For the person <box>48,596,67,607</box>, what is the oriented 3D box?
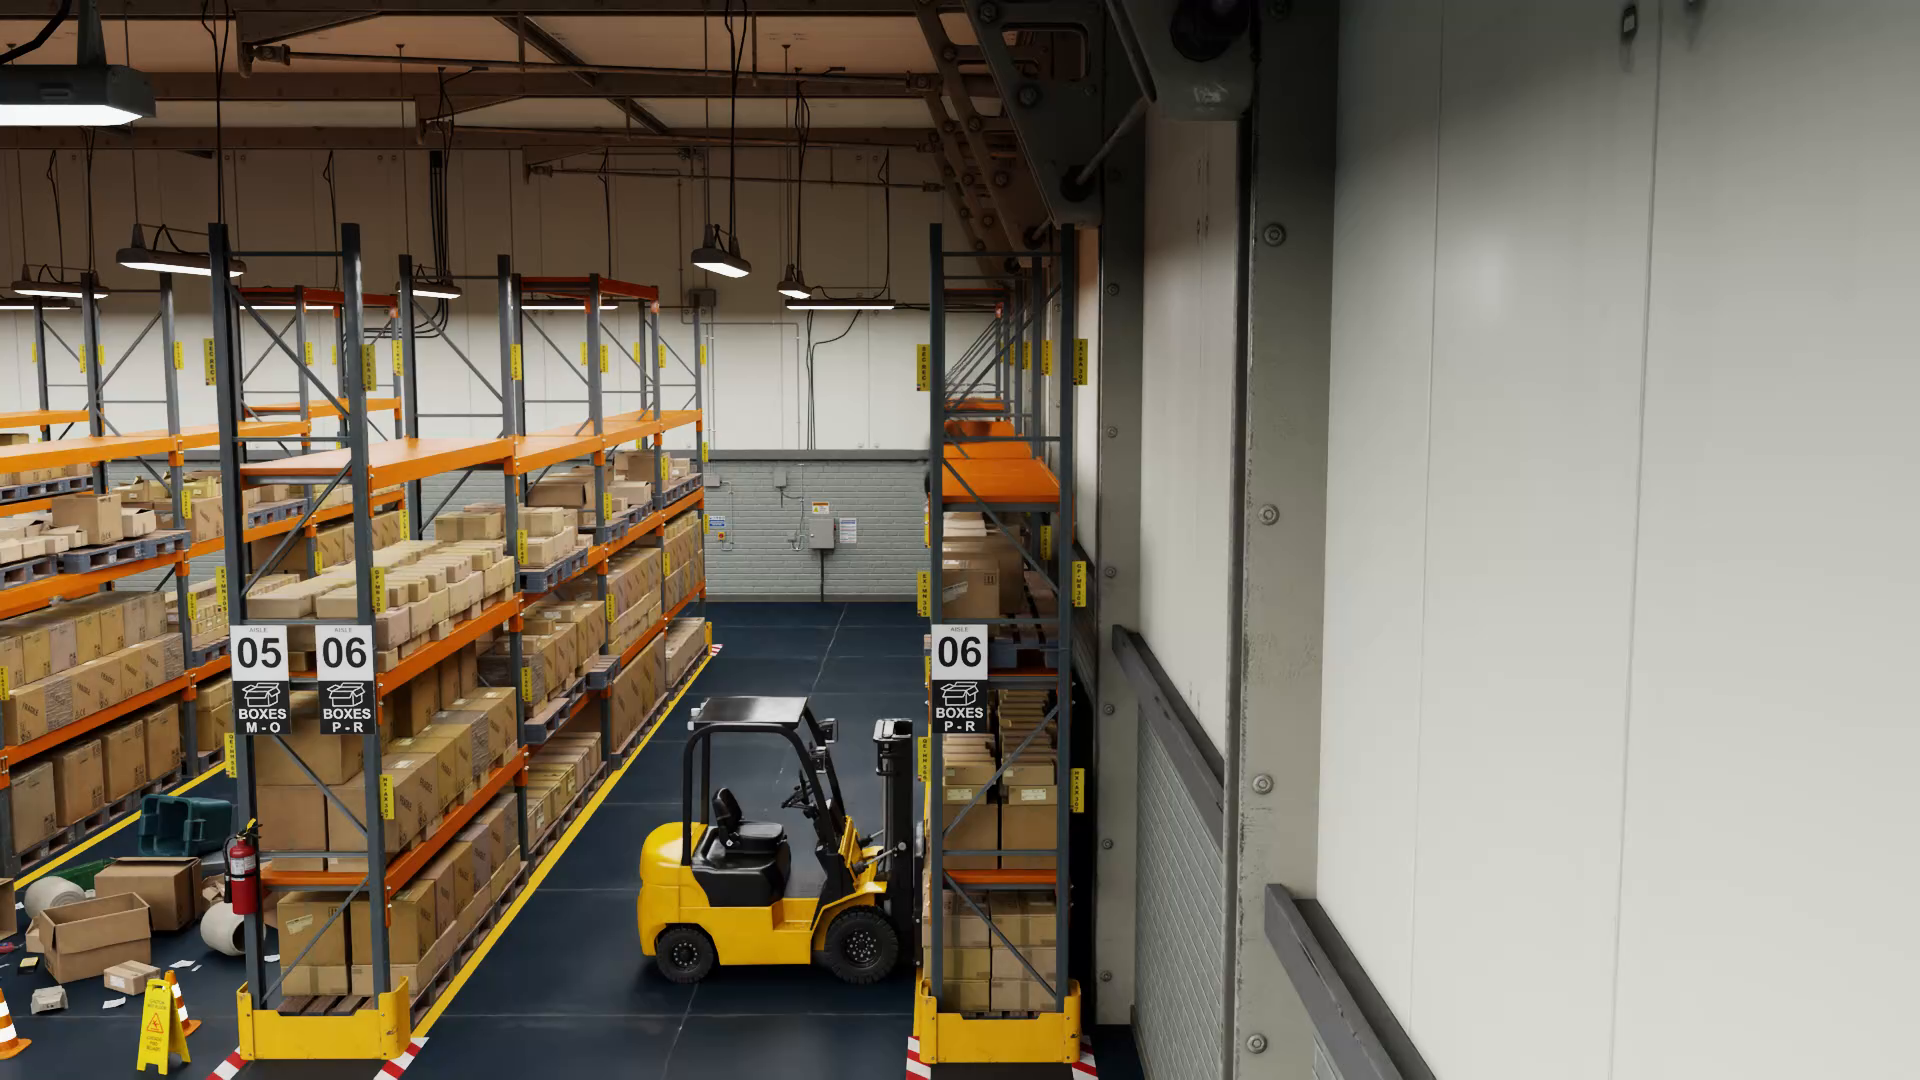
[{"bbox_3d":[-12.791,1.604,23.627,0.616,1.660,0.554,-1,7,-10],"label":"person"}]
